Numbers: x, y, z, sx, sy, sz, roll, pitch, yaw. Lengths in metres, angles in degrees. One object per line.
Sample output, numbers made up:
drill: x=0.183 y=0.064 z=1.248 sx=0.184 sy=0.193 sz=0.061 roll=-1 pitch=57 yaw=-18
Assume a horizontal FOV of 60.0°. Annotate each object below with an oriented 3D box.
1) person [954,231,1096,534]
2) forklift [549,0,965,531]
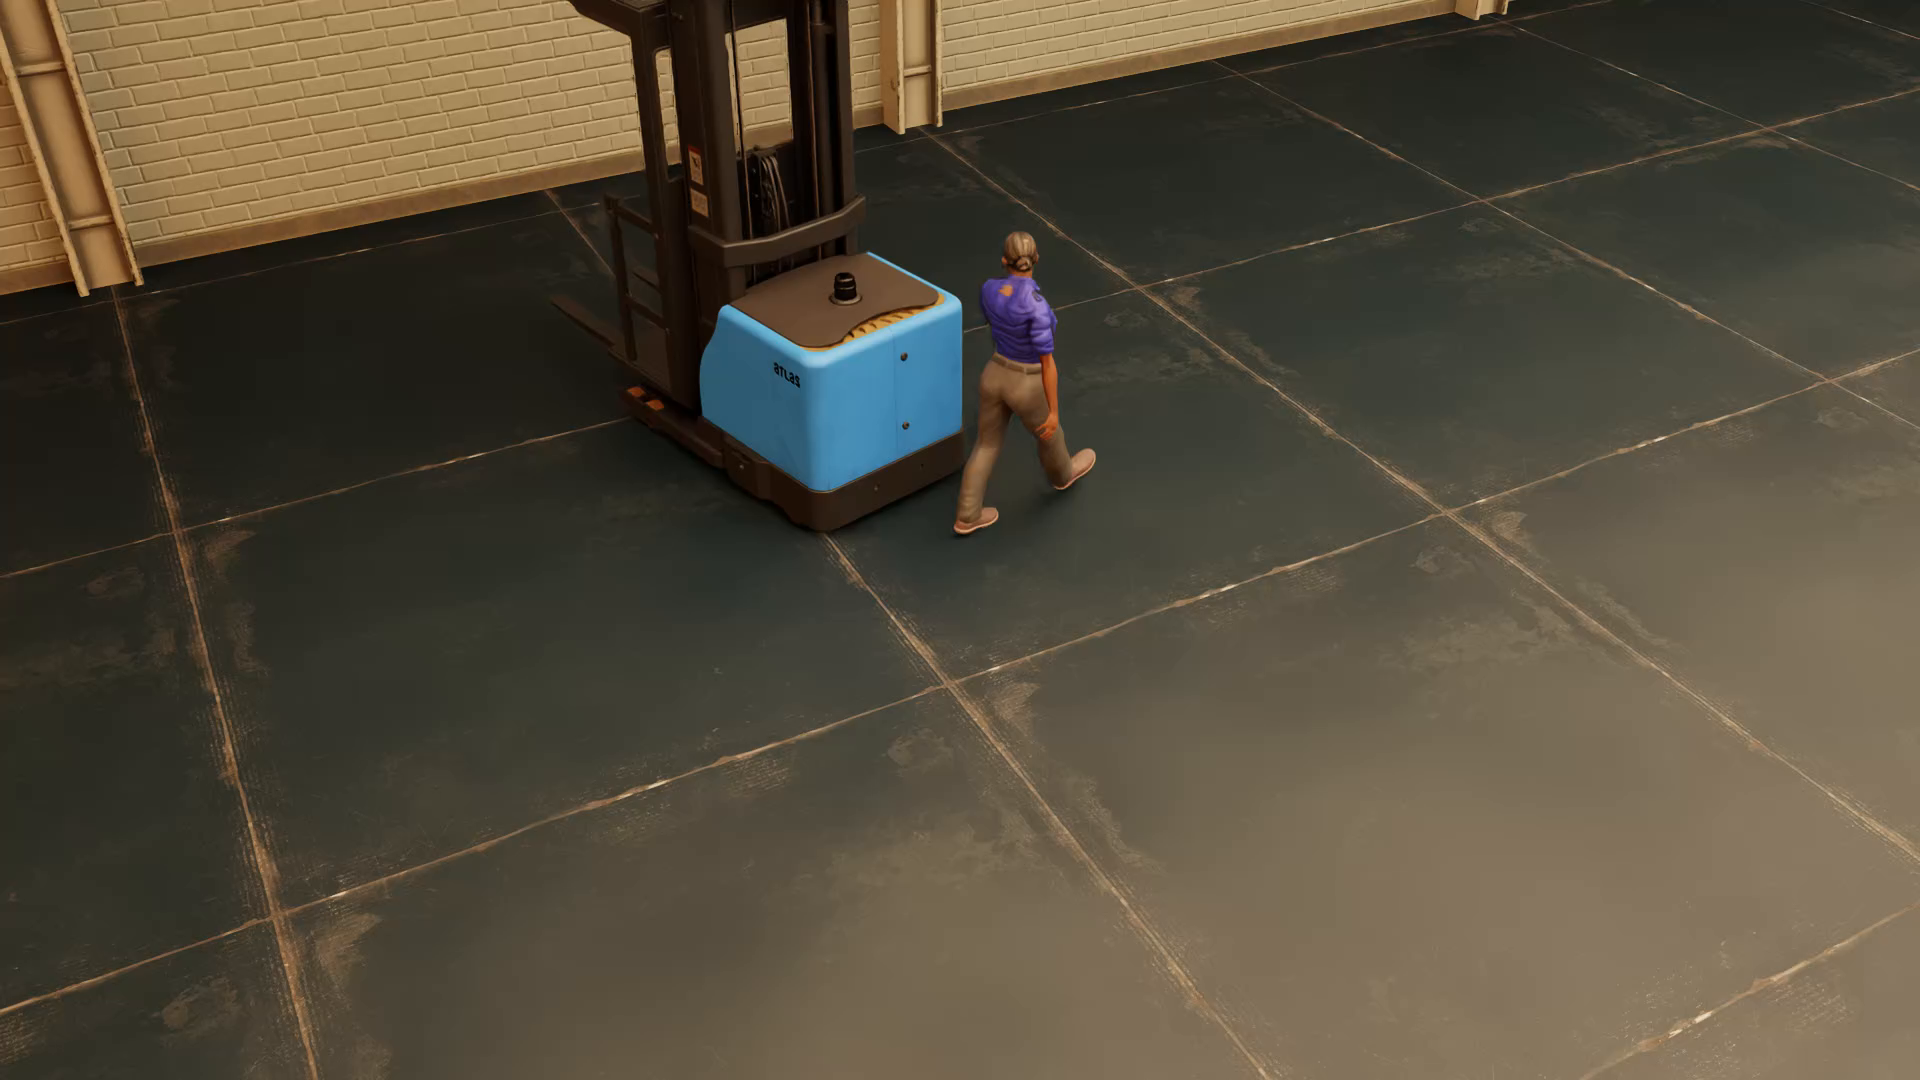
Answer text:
person: x=0.376 y=-0.820 z=8.440 sx=0.620 sy=1.607 sz=0.906 roll=27 pitch=43 yaw=32
forklift: x=-1.327 y=-2.012 z=8.969 sx=1.130 sy=2.935 sz=3.031 roll=-27 pitch=43 yaw=-33
